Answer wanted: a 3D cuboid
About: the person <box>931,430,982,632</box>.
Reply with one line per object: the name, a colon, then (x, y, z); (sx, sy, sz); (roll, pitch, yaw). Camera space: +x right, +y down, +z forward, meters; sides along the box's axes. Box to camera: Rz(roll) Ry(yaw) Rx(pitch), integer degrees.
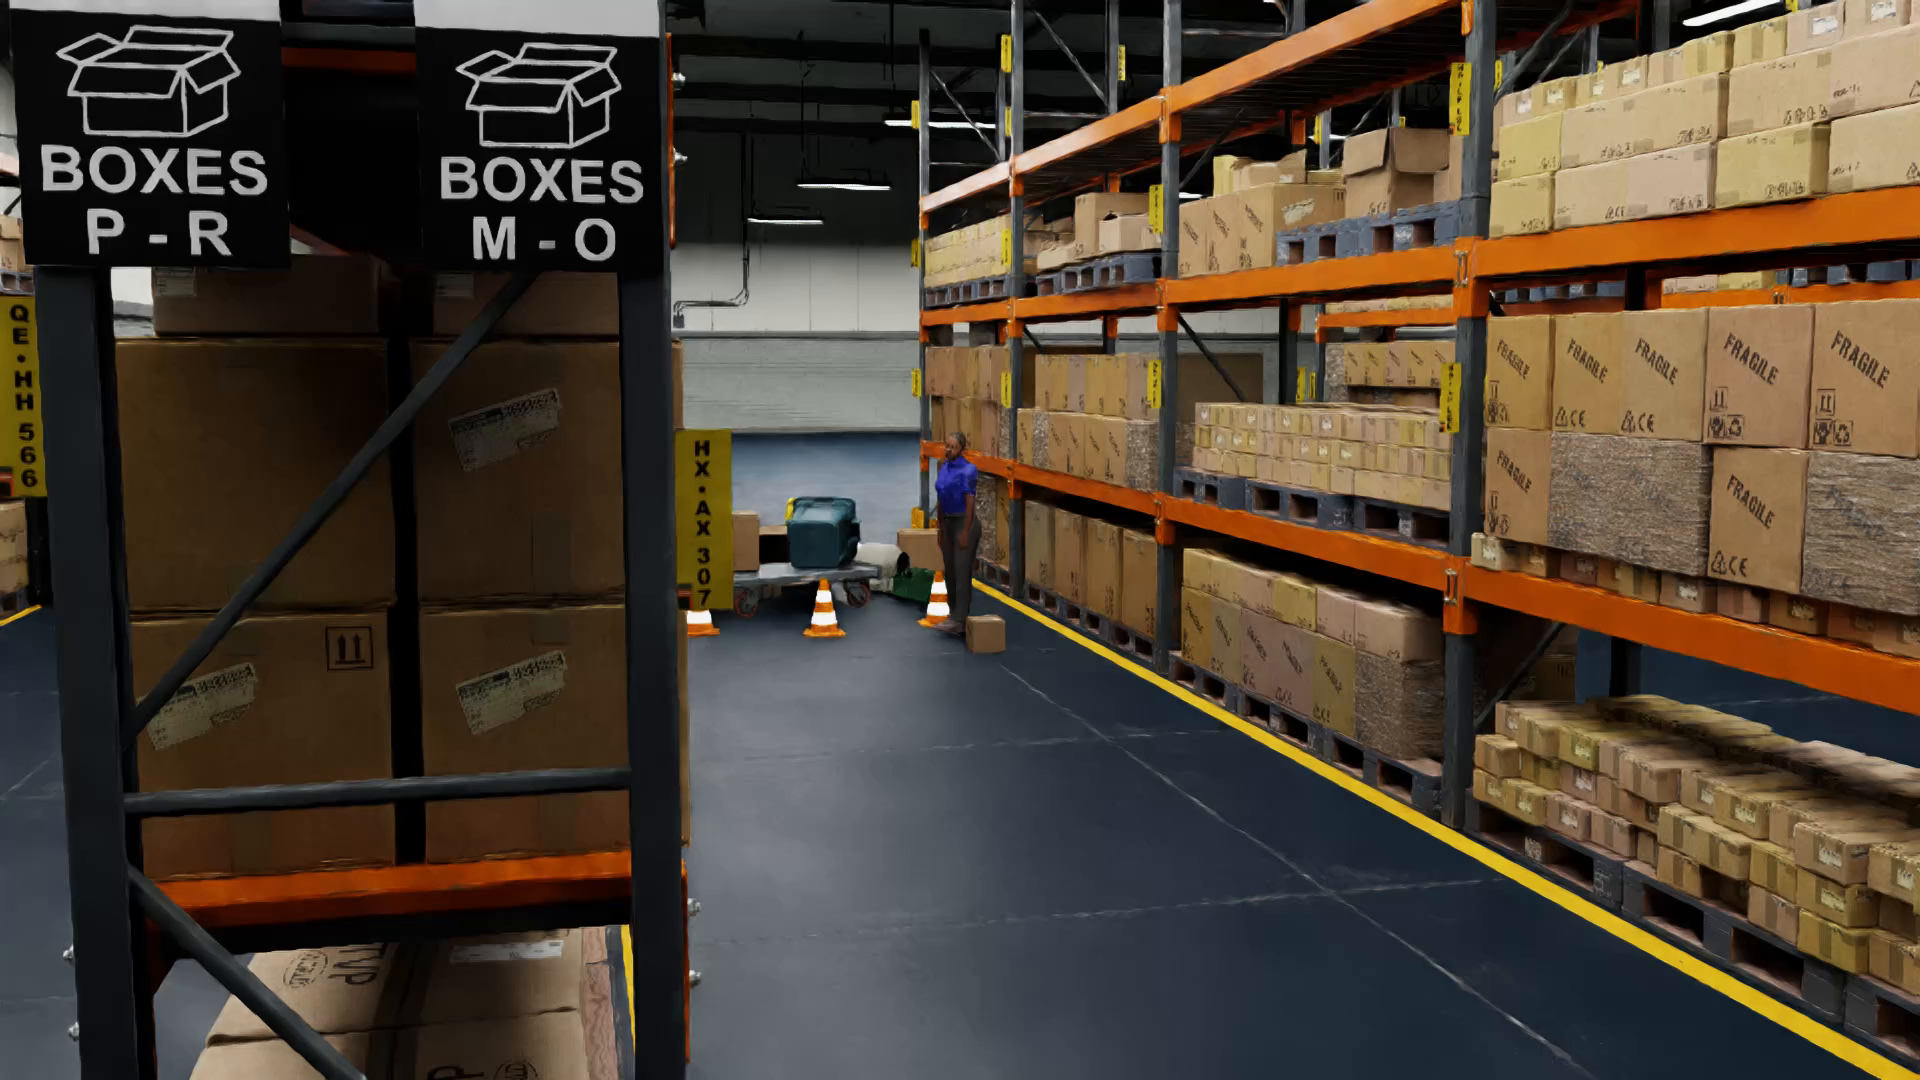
person: (-0.093, -0.068, 13.654); (0.475, 1.665, 0.520); (-5, 8, -38)
